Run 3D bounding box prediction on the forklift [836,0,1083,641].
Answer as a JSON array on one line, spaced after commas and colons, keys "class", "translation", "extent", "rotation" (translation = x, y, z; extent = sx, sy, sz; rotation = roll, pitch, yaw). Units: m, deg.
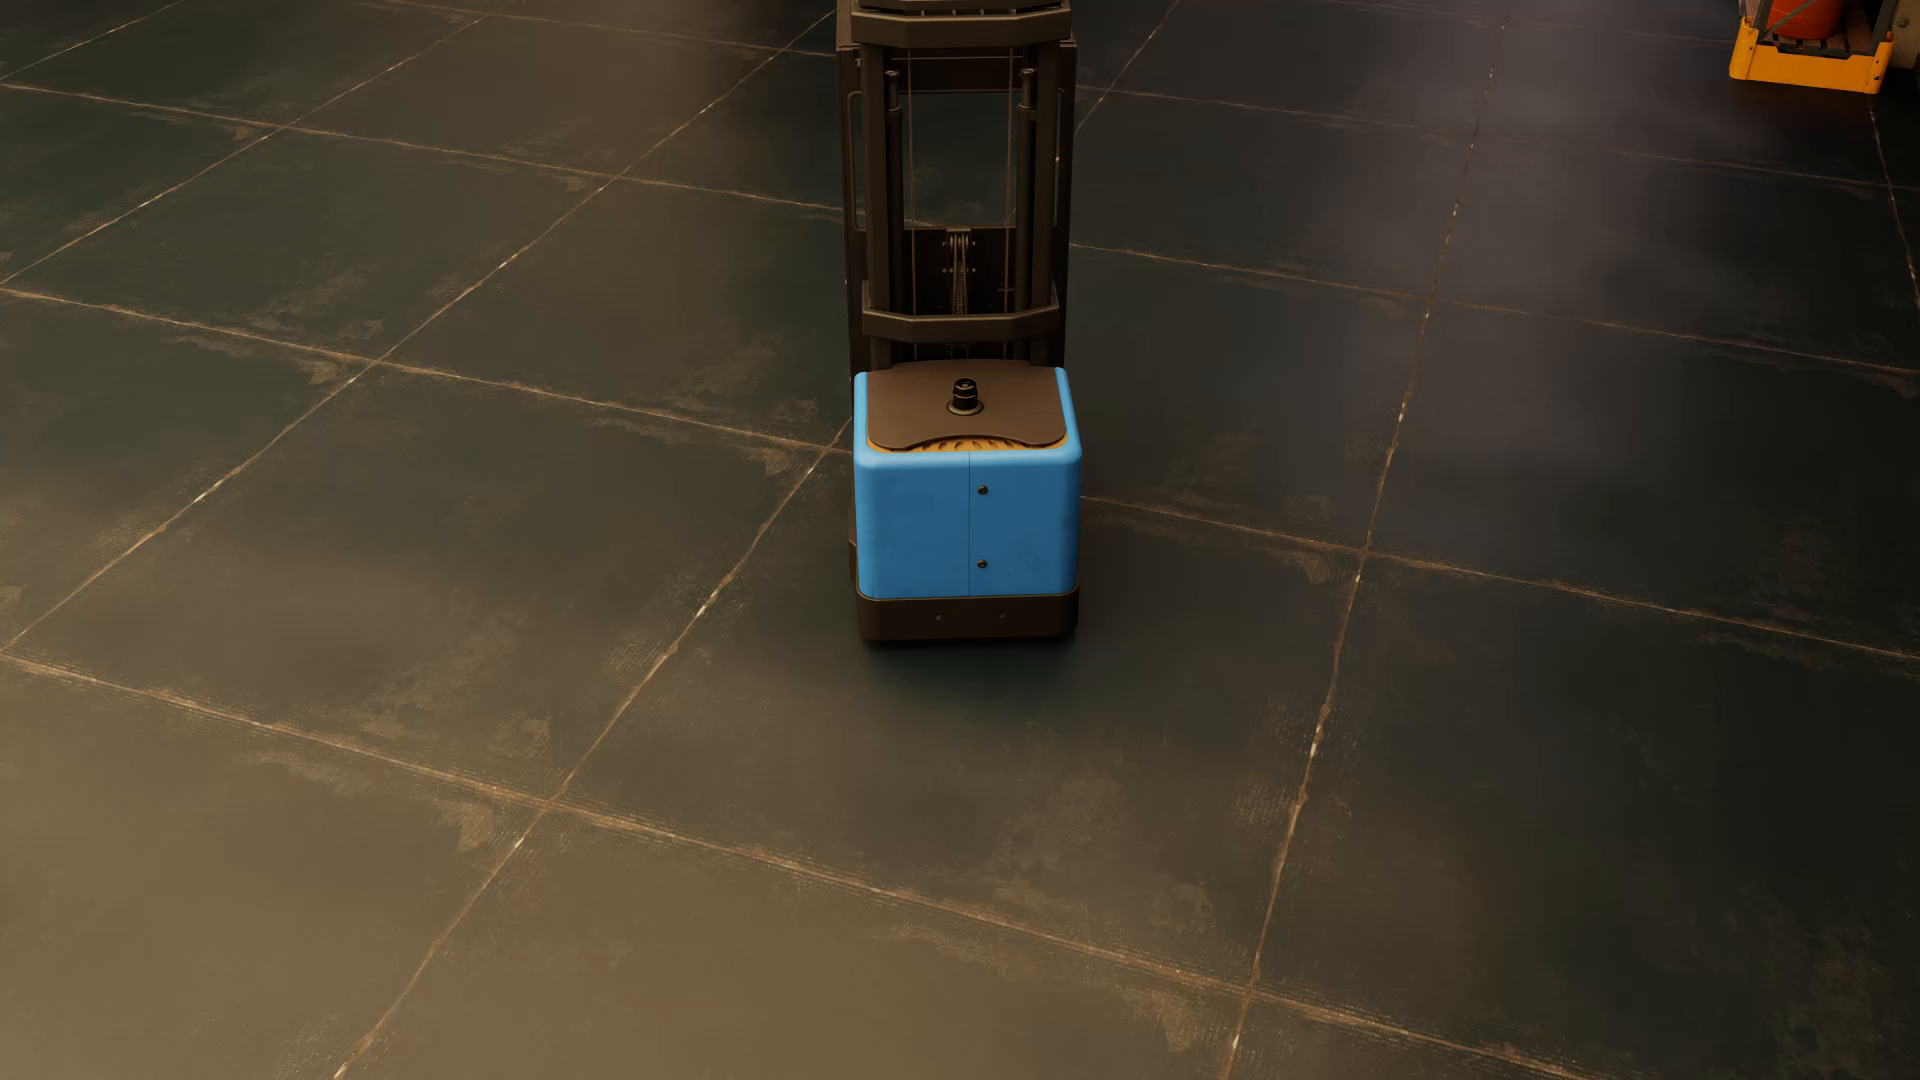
[{"class": "forklift", "translation": [-0.029, -1.547, 8.293], "extent": [1.130, 2.935, 3.031], "rotation": [-2, 35, -2]}]
